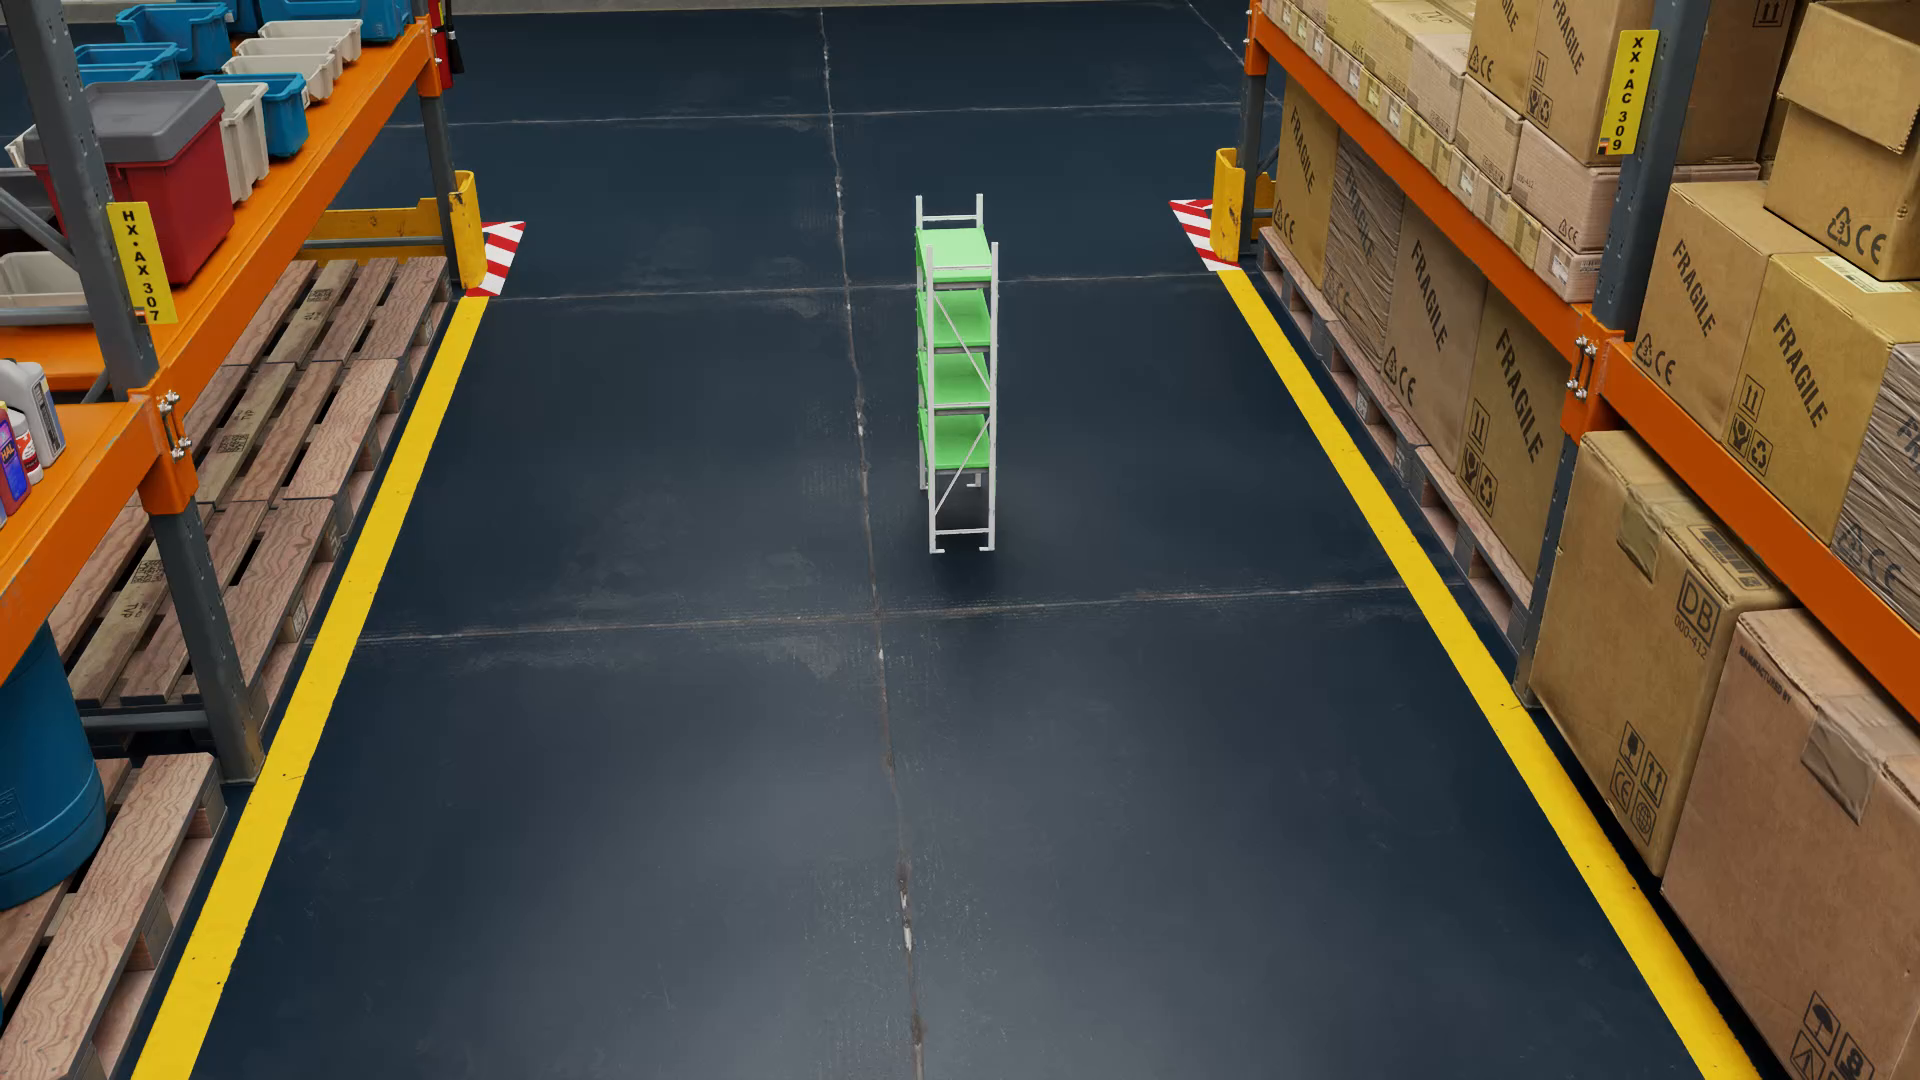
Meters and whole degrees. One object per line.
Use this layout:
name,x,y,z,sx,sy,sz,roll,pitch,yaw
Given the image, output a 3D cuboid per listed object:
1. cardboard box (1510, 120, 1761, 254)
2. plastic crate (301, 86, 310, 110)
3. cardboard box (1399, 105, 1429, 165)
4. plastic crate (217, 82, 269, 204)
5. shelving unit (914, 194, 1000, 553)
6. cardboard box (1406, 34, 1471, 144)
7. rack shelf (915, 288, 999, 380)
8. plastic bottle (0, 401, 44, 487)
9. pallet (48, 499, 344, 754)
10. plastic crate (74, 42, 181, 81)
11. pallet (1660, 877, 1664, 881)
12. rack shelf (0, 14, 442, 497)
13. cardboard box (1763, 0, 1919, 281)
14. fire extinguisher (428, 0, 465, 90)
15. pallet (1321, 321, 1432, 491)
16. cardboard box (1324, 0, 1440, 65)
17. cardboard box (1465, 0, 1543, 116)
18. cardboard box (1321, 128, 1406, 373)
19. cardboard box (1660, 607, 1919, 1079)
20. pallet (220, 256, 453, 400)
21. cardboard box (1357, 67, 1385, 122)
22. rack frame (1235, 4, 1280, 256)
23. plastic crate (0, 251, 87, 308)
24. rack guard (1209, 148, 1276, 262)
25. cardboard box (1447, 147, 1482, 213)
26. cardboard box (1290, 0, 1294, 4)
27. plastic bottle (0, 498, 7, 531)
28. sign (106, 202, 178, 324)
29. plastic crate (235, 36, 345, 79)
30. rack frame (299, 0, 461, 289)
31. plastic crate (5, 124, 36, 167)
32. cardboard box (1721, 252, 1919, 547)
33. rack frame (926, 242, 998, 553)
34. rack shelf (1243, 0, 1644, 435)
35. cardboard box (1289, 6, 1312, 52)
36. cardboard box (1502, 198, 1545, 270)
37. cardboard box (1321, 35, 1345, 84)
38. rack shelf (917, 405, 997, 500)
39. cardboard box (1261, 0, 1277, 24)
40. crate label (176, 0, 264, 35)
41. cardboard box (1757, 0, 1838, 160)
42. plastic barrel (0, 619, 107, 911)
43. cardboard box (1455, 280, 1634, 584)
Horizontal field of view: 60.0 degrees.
cardboard box,2.002,-1.070,4.973,0.500,0.250,0.500,-3,31,-6
plastic crate,-2.635,-1.664,6.310,0.298,0.136,0.250,-3,31,-5
cardboard box,1.830,-1.483,6.052,0.380,0.149,0.250,-3,31,-5
plastic crate,-2.586,-1.320,5.592,0.437,0.282,0.530,-3,31,-5
shelving unit,-0.015,-0.600,6.084,0.258,1.200,0.503,-3,31,-5
cardboard box,1.904,-1.595,5.852,0.500,0.250,0.500,-2,31,-4
rack shelf,-0.015,-0.751,5.994,0.258,0.148,0.480,-3,31,-5
plastic bottle,-2.230,-0.228,3.900,0.097,0.201,0.097,0,31,0
pallet,-2.734,0.267,5.598,1.003,0.211,1.213,-3,31,-5
plastic crate,-3.182,-1.739,6.341,0.416,0.233,0.300,-3,31,-5
pallet,2.452,0.793,4.716,1.003,0.211,1.213,-3,31,-5
rack shelf,-2.813,-1.269,6.151,1.077,0.370,4.000,-3,31,-5
cardboard box,2.373,-0.942,3.826,0.797,0.503,0.637,-4,31,-6
fire extinguisher,-2.562,-2.505,7.957,0.296,0.674,0.183,-3,31,-5
pallet,2.194,-0.613,7.071,1.003,0.211,1.213,-3,31,-5
cardboard box,1.806,-2.120,6.730,0.500,0.250,0.500,-4,31,-6
cardboard box,1.953,-1.657,5.225,0.500,0.500,0.500,-2,31,-4
cardboard box,2.156,-1.317,7.192,0.875,0.875,0.875,-3,31,-5
cardboard box,2.469,0.720,3.783,1.225,0.875,0.875,-4,31,-6
pallet,-2.962,-0.979,7.683,1.003,0.211,1.213,-3,31,-5
cardboard box,1.781,-1.746,6.494,0.380,0.149,0.250,-4,31,-6
rack frame,1.931,-2.837,8.074,1.000,3.000,0.127,-3,31,-5
plastic crate,-2.528,-0.714,4.719,0.396,0.136,0.243,-3,31,-5
rack guard,1.929,-1.776,8.735,1.175,0.500,0.348,-3,31,-5
cardboard box,1.878,-1.220,5.613,0.380,0.149,0.250,-2,31,-4
cardboard box,1.707,-2.642,7.604,0.500,0.250,0.500,-4,31,-6
plastic bottle,-2.234,-0.131,3.666,0.152,0.276,0.135,-3,31,-5
sign,-2.079,-0.701,4.229,0.100,0.325,0.005,-3,31,-5
plastic crate,-2.731,-1.955,6.797,0.396,0.136,0.243,-3,31,-5
rack frame,-3.000,-2.599,7.676,1.000,3.000,0.127,-3,31,-5
plastic crate,-3.089,-1.344,5.774,0.293,0.136,0.466,-3,31,-5
cardboard box,2.147,-0.334,3.786,0.500,0.500,0.500,-3,31,-5
rack frame,0.007,-0.475,5.875,0.240,1.200,0.015,-3,31,-5
rack shelf,2.118,-1.507,6.549,1.077,0.370,4.000,-3,31,-5
cardboard box,1.685,-2.270,7.370,0.380,0.149,0.250,-3,31,-6
cardboard box,1.926,-0.958,5.174,0.380,0.149,0.250,-2,31,-4
cardboard box,1.734,-2.007,6.930,0.380,0.149,0.250,-3,31,-6
rack shelf,-0.015,-0.339,6.240,0.258,0.148,0.480,-3,31,-5
cardboard box,1.636,-2.532,7.808,0.380,0.149,0.250,-2,31,-4
crate label,-3.305,-2.411,7.466,0.416,0.233,0.303,-3,31,-5
cardboard box,2.515,-1.436,4.854,0.500,0.500,0.500,-3,31,-5
plastic barrel,-2.593,0.442,4.221,0.600,0.901,0.708,-3,31,-5
cardboard box,2.323,-0.403,5.662,0.875,0.875,0.875,-3,31,-5
